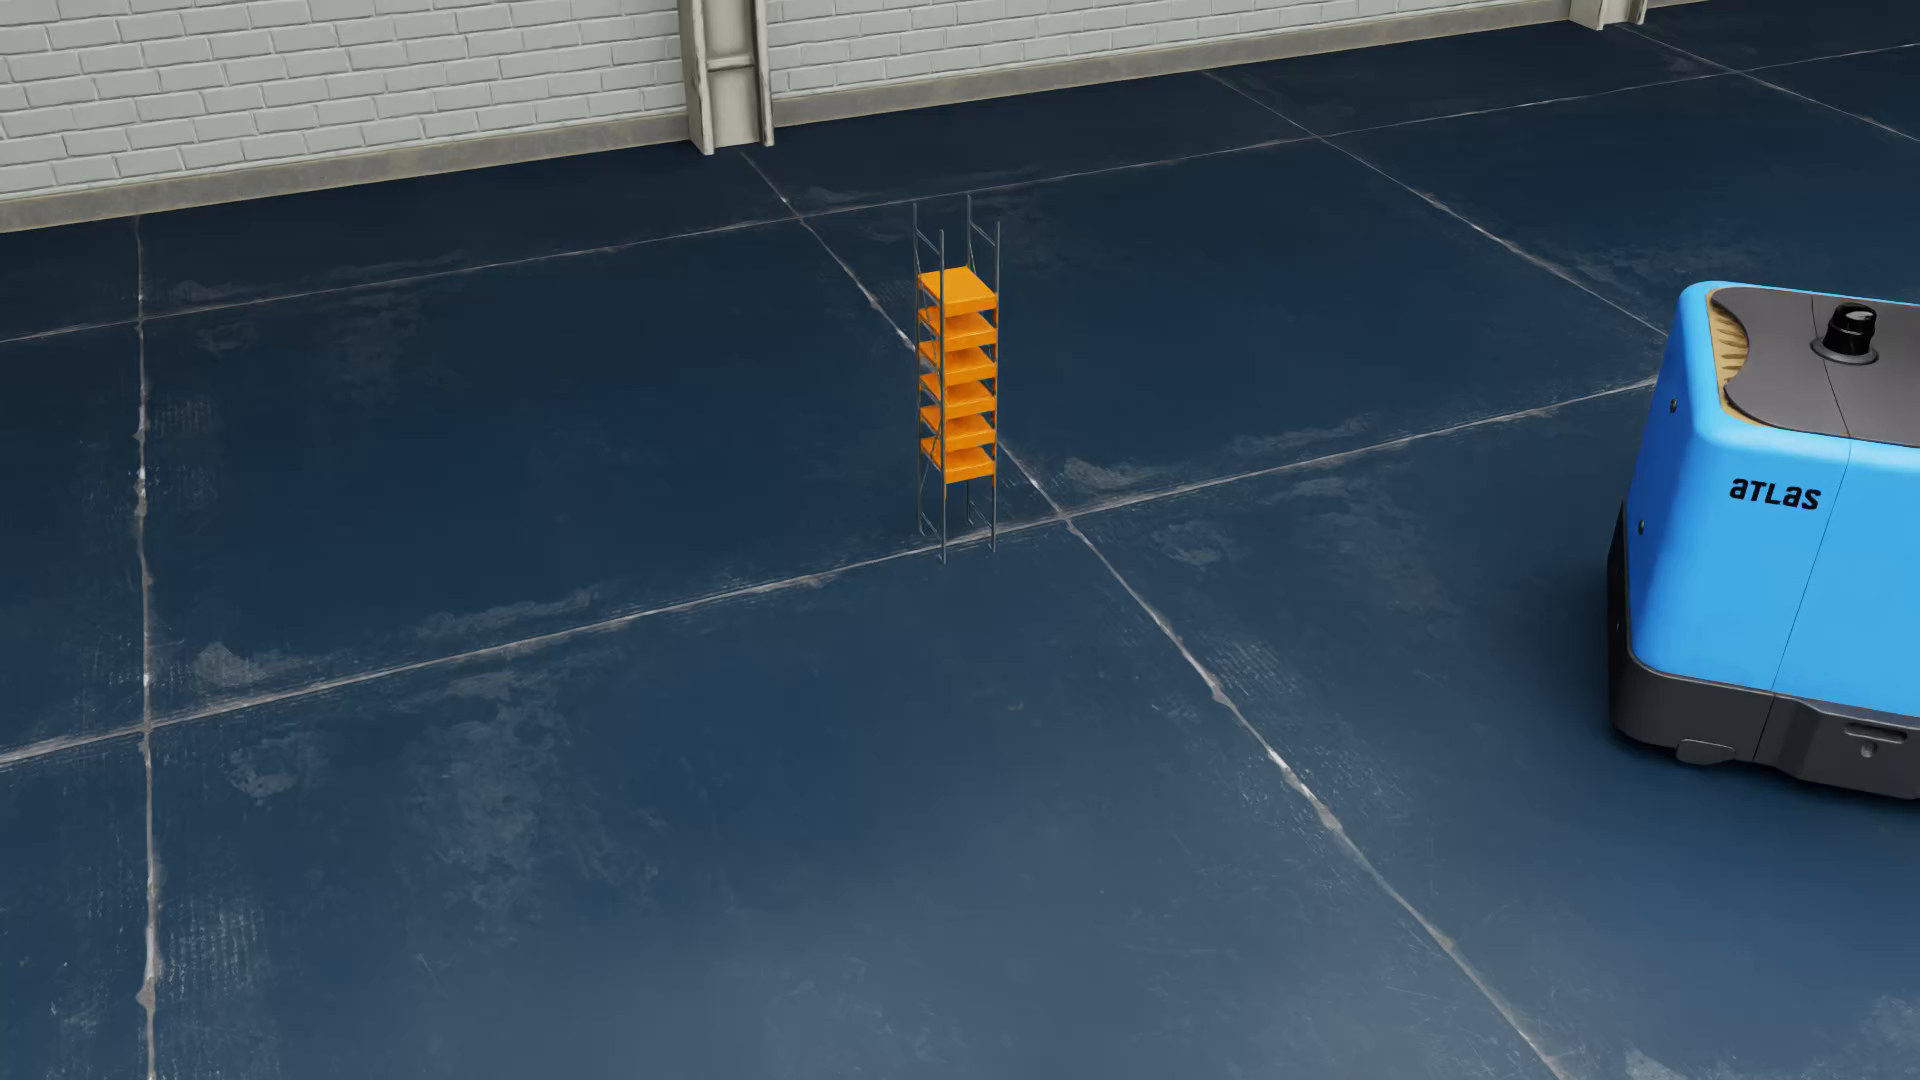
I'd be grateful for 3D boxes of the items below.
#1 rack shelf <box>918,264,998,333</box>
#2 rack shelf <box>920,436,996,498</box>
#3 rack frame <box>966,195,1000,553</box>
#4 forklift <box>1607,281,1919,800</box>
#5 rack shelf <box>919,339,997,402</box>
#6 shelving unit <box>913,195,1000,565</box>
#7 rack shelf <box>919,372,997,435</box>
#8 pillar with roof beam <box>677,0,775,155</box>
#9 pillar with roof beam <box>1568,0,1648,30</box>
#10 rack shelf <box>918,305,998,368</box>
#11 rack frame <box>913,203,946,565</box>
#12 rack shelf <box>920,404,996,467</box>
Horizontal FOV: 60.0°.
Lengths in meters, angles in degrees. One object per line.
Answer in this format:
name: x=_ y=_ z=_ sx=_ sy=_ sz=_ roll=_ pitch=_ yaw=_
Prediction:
rack shelf: x=-0.013 y=-0.764 z=5.246 sx=0.180 sy=0.103 sz=0.258 roll=-13 pitch=35 yaw=-19
rack shelf: x=-0.013 y=-0.261 z=5.573 sx=0.180 sy=0.103 sz=0.258 roll=-13 pitch=35 yaw=-19
rack frame: x=0.071 y=-0.519 z=5.448 sx=0.006 sy=1.200 sz=0.240 roll=-13 pitch=35 yaw=-19
forklift: x=3.460 y=-0.629 z=4.029 sx=3.031 sy=2.935 sz=1.130 roll=10 pitch=34 yaw=15
rack shelf: x=-0.013 y=-0.563 z=5.377 sx=0.180 sy=0.103 sz=0.258 roll=-13 pitch=35 yaw=-19
shelving unit: x=-0.013 y=-0.500 z=5.418 sx=0.189 sy=1.200 sz=0.258 roll=-13 pitch=35 yaw=-19
rack shelf: x=-0.013 y=-0.463 z=5.442 sx=0.180 sy=0.103 sz=0.258 roll=-13 pitch=35 yaw=-19
pillar with roof beam: x=0.417 y=-3.791 z=3.325 sx=0.400 sy=9.000 sz=9.100 roll=-13 pitch=35 yaw=-19
pillar with roof beam: x=5.949 y=-5.058 z=5.272 sx=0.400 sy=9.000 sz=9.100 roll=-13 pitch=35 yaw=-19
rack shelf: x=-0.013 y=-0.664 z=5.311 sx=0.180 sy=0.103 sz=0.258 roll=-13 pitch=35 yaw=-19
rack frame: x=-0.098 y=-0.481 z=5.388 sx=0.006 sy=1.200 sz=0.240 roll=-13 pitch=35 yaw=-19
rack shelf: x=-0.013 y=-0.362 z=5.508 sx=0.180 sy=0.103 sz=0.258 roll=-13 pitch=35 yaw=-19
